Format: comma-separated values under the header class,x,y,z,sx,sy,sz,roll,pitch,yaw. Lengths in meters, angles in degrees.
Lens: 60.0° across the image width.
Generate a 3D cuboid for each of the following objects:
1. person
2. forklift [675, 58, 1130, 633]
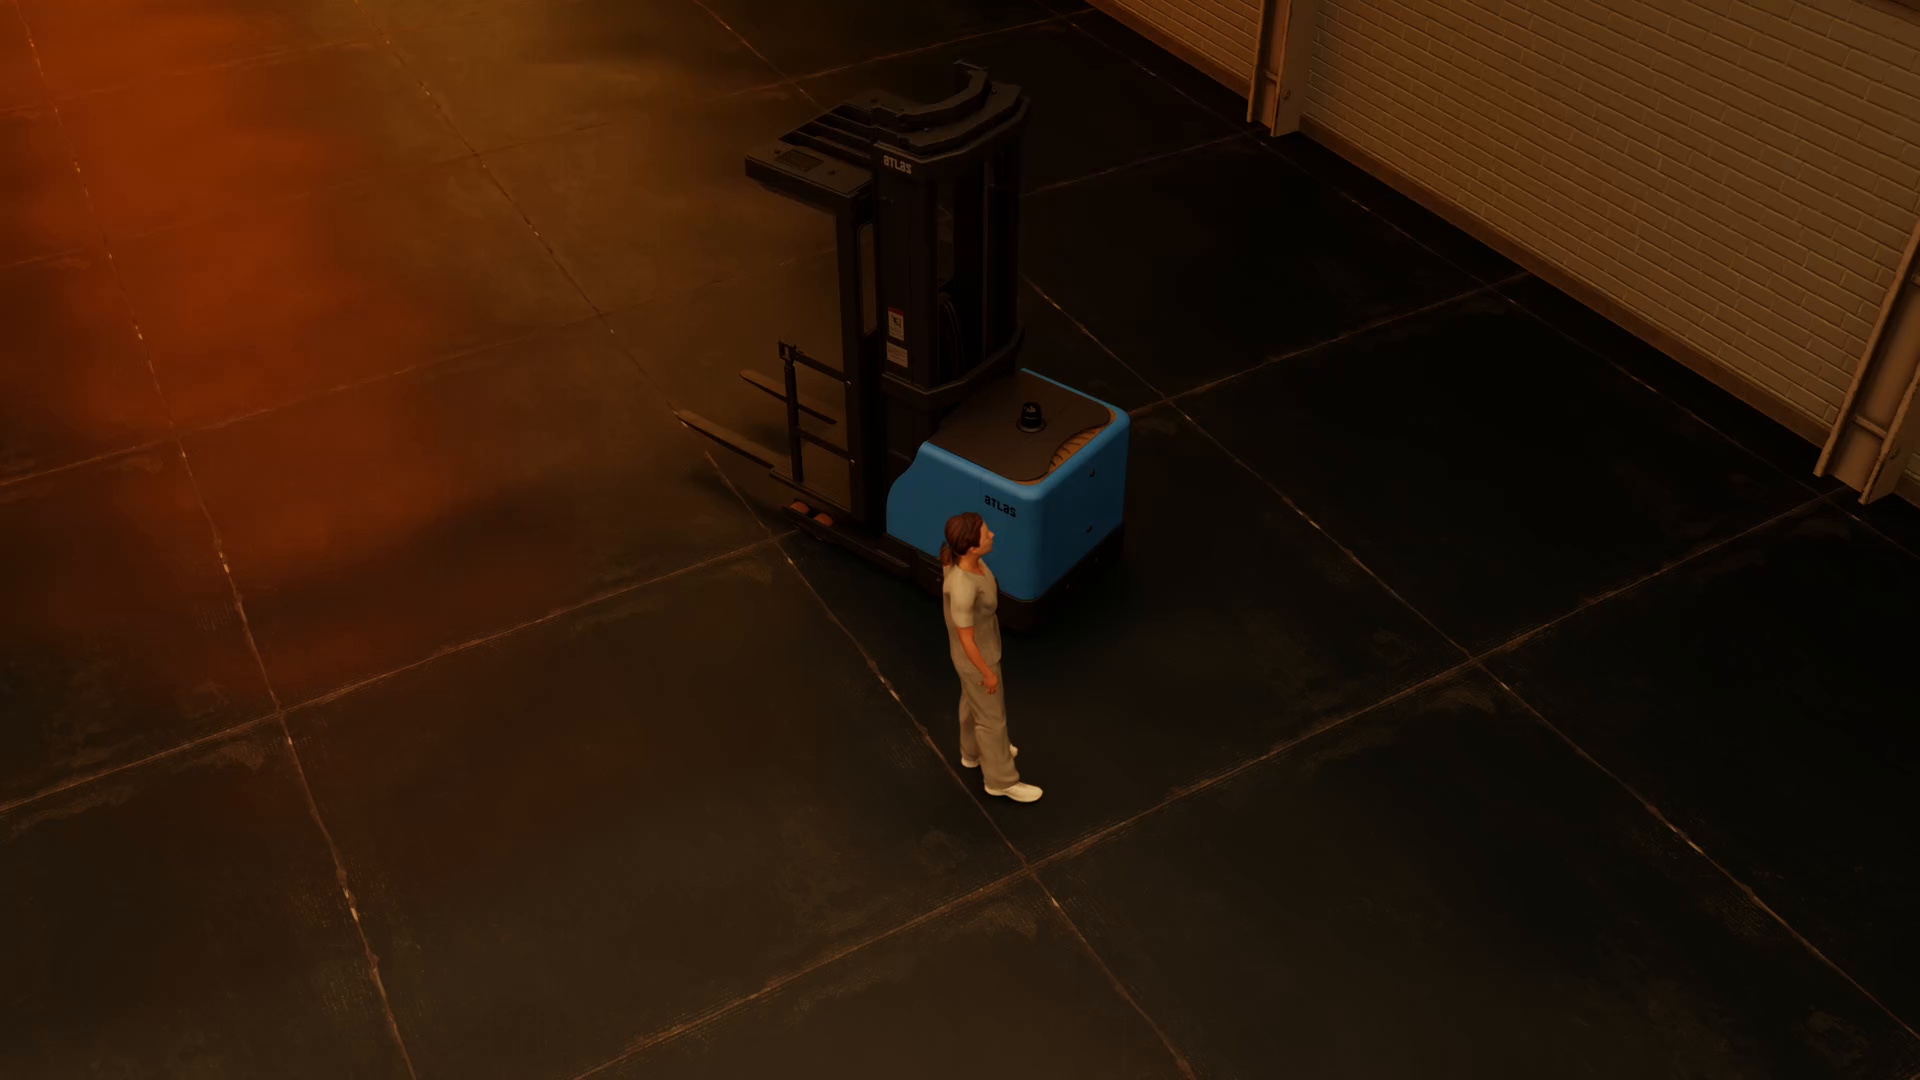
class,x,y,z,sx,sy,sz,roll,pitch,yaw
person,0.152,0.557,8.341,0.541,1.679,0.557,-1,40,-2
forklift,-0.481,-1.366,9.683,3.031,2.935,1.130,26,46,28
